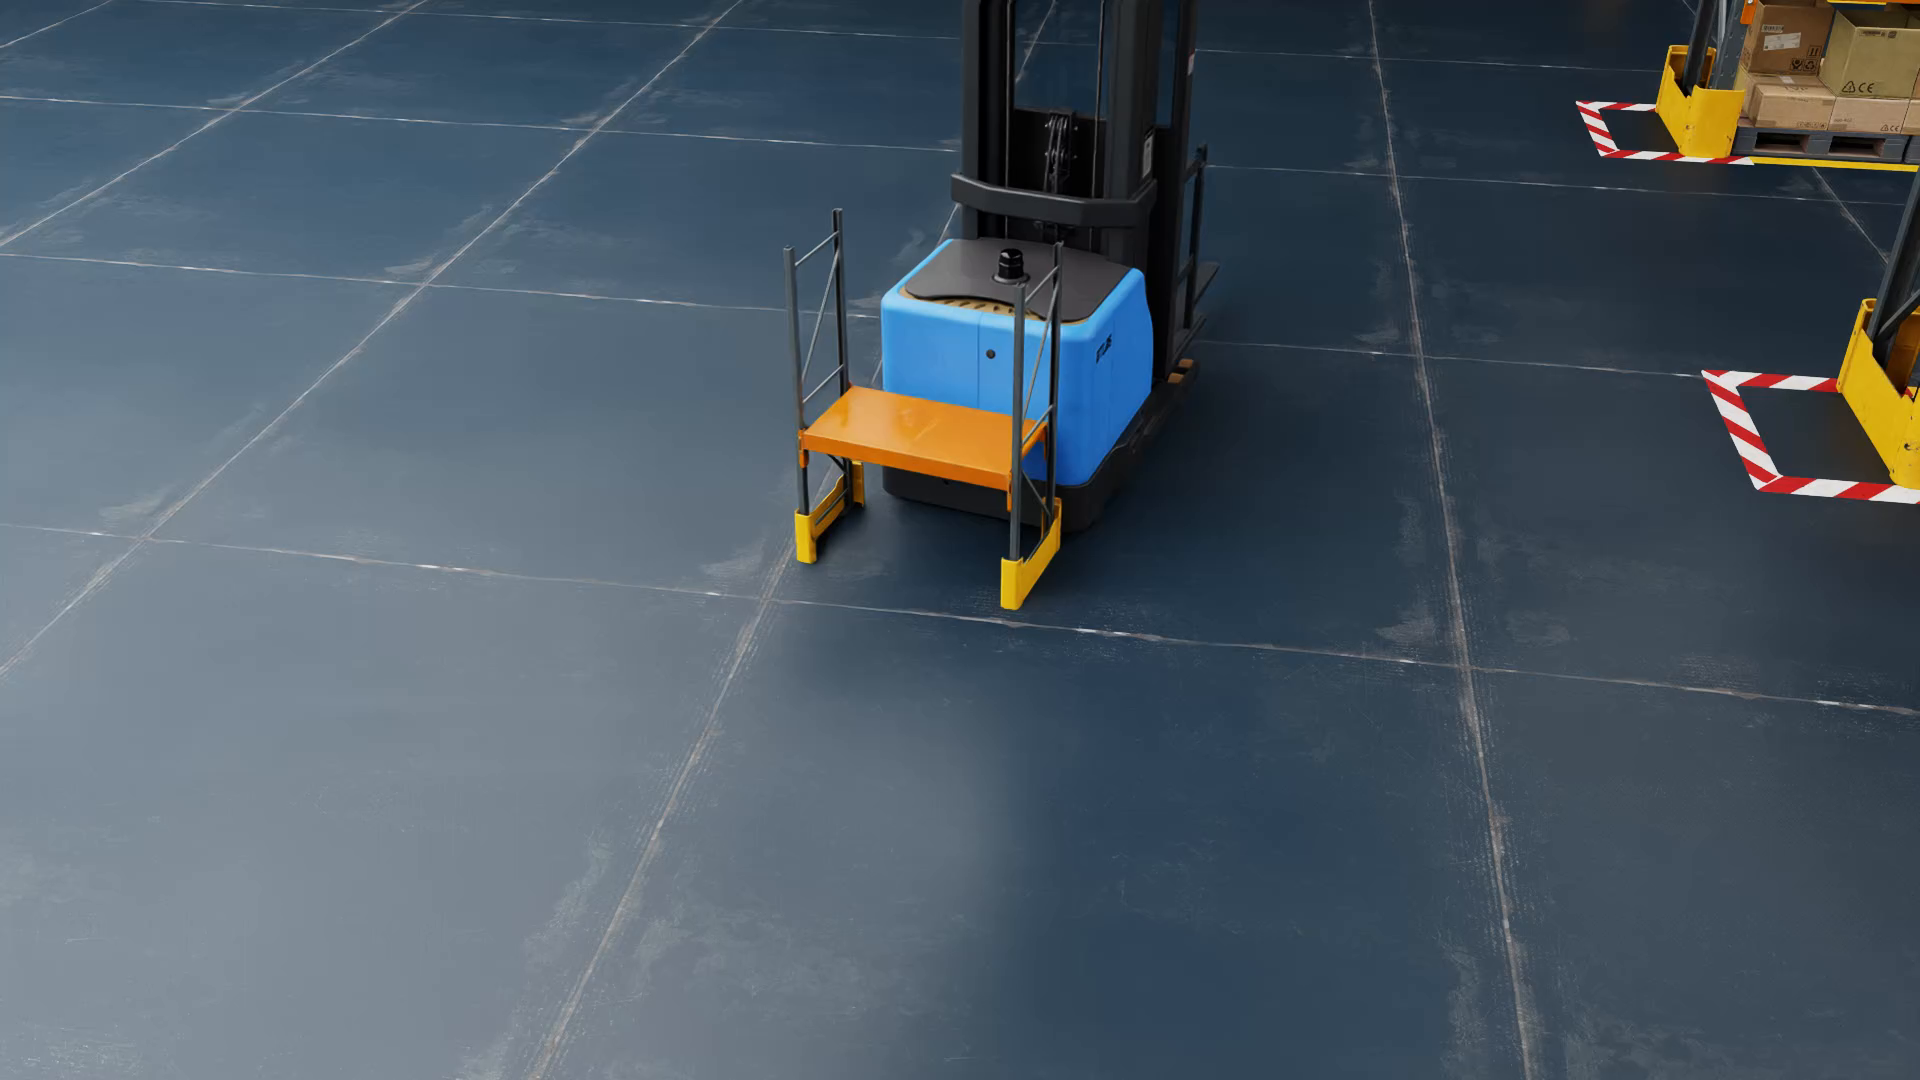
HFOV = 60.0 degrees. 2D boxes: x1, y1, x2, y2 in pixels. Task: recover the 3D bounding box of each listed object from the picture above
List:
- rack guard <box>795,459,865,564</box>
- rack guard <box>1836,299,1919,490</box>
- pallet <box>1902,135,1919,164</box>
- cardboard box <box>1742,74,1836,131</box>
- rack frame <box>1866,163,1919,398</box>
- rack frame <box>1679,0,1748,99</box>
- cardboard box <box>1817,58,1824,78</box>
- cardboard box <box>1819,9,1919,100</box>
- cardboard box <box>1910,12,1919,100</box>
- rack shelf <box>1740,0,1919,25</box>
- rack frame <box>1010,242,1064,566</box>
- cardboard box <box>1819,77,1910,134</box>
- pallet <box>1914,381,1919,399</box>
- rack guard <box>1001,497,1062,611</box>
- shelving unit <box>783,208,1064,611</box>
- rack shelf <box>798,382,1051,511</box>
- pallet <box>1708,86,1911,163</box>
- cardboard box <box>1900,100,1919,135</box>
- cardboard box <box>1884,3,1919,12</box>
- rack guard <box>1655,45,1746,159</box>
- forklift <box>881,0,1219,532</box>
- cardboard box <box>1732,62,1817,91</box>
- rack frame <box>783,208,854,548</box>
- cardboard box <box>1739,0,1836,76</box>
[{"bbox_3d":[-0.600,-0.147,7.749,0.087,0.250,0.587,12,34,19],"label":"rack guard"},{"bbox_3d":[4.866,-0.758,8.489,0.348,0.500,1.175,5,32,8],"label":"rack guard"},{"bbox_3d":[7.581,-3.051,12.426,1.213,0.211,1.003,5,32,8],"label":"pallet"},{"bbox_3d":[6.112,-3.238,12.292,0.500,0.250,0.500,5,32,8],"label":"cardboard box"},{"bbox_3d":[4.784,-1.799,7.798,0.127,3.000,1.000,5,32,8],"label":"rack frame"},{"bbox_3d":[5.621,-4.390,11.936,0.127,3.000,1.000,5,32,8],"label":"rack frame"},{"bbox_3d":[6.694,-3.471,12.663,0.500,0.250,0.500,5,32,8],"label":"cardboard box"},{"bbox_3d":[6.605,-3.512,12.023,0.500,0.500,0.500,5,32,8],"label":"cardboard box"},{"bbox_3d":[7.100,-3.474,11.963,0.500,0.500,0.500,5,32,8],"label":"cardboard box"},{"bbox_3d":[7.592,-3.906,11.842,4.000,0.370,1.077,5,32,8],"label":"rack shelf"},{"bbox_3d":[0.322,-0.476,7.097,0.032,1.500,0.500,12,34,19],"label":"rack frame"},{"bbox_3d":[6.605,-3.195,12.224,0.500,0.250,0.500,5,32,8],"label":"cardboard box"},{"bbox_3d":[5.666,-0.560,8.446,1.213,0.211,1.003,5,32,8],"label":"pallet"},{"bbox_3d":[0.321,0.054,7.429,0.087,0.250,0.587,12,34,19],"label":"rack guard"},{"bbox_3d":[-0.140,-0.577,7.257,1.083,1.500,0.587,12,34,19],"label":"shelving unit"},{"bbox_3d":[-0.148,-0.426,7.356,1.000,0.185,0.538,12,34,19],"label":"rack shelf"},{"bbox_3d":[6.382,-3.161,12.602,1.213,0.211,1.003,5,32,8],"label":"pallet"},{"bbox_3d":[7.098,-3.150,12.152,0.500,0.250,0.500,5,32,8],"label":"cardboard box"},{"bbox_3d":[7.188,-3.746,12.397,0.500,0.500,0.500,5,32,8],"label":"cardboard box"},{"bbox_3d":[5.597,-3.332,12.603,0.348,0.500,1.175,5,32,8],"label":"rack guard"},{"bbox_3d":[0.662,-2.048,8.259,1.130,2.935,3.031,12,34,19],"label":"forklift"},{"bbox_3d":[6.199,-3.509,12.725,0.500,0.250,0.500,5,32,8],"label":"cardboard box"},{"bbox_3d":[-0.618,-0.681,7.424,0.032,1.500,0.500,12,34,19],"label":"rack frame"},{"bbox_3d":[6.199,-3.828,12.527,0.500,0.500,0.500,5,32,8],"label":"cardboard box"}]
